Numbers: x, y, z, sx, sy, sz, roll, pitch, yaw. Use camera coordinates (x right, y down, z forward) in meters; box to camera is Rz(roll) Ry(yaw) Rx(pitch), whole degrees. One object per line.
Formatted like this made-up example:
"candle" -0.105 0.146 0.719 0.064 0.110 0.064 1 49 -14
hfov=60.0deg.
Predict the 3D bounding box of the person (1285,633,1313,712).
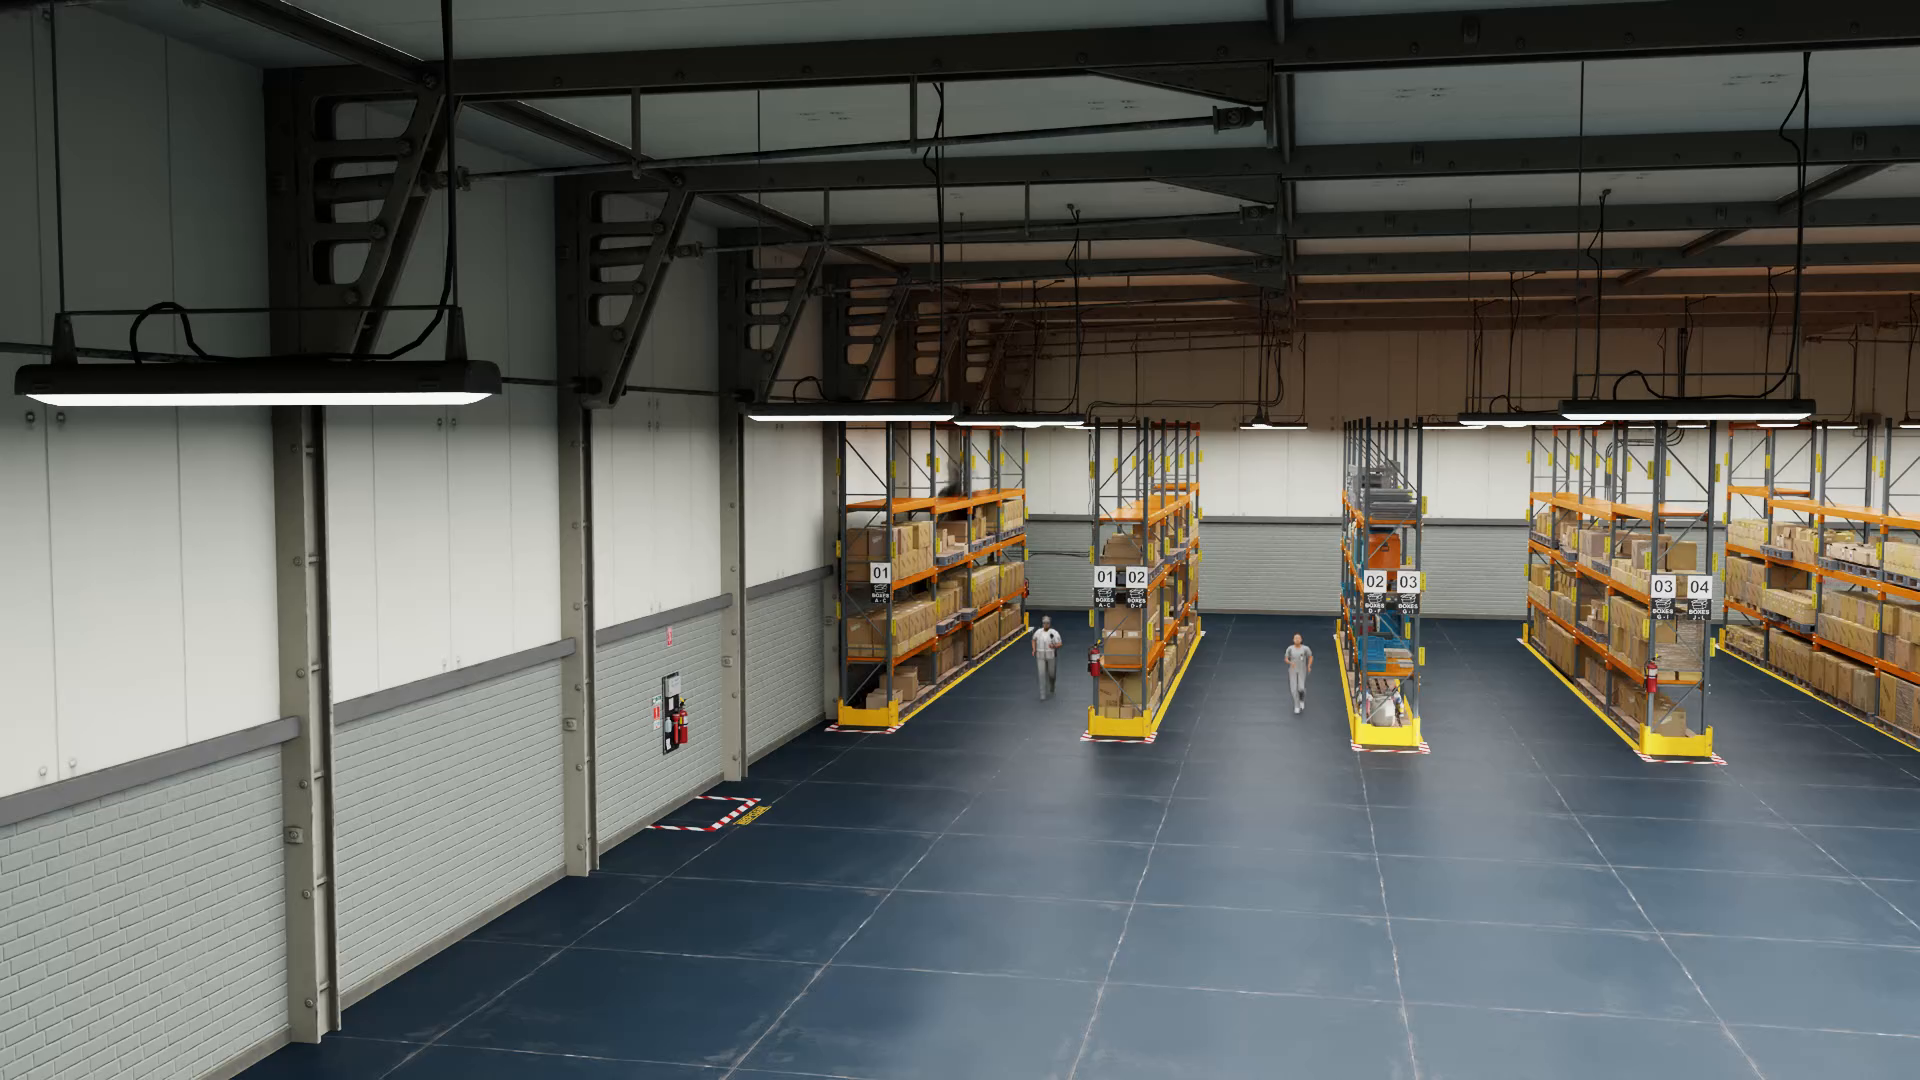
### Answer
"person" 6.882 2.705 33.847 0.550 1.633 0.571 1 4 16

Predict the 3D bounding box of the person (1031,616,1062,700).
"person" 1.855 2.509 35.782 0.673 1.755 0.944 0 4 7

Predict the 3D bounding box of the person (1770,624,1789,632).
"person" 22.254 1.927 44.989 0.779 1.851 0.616 1 4 13
